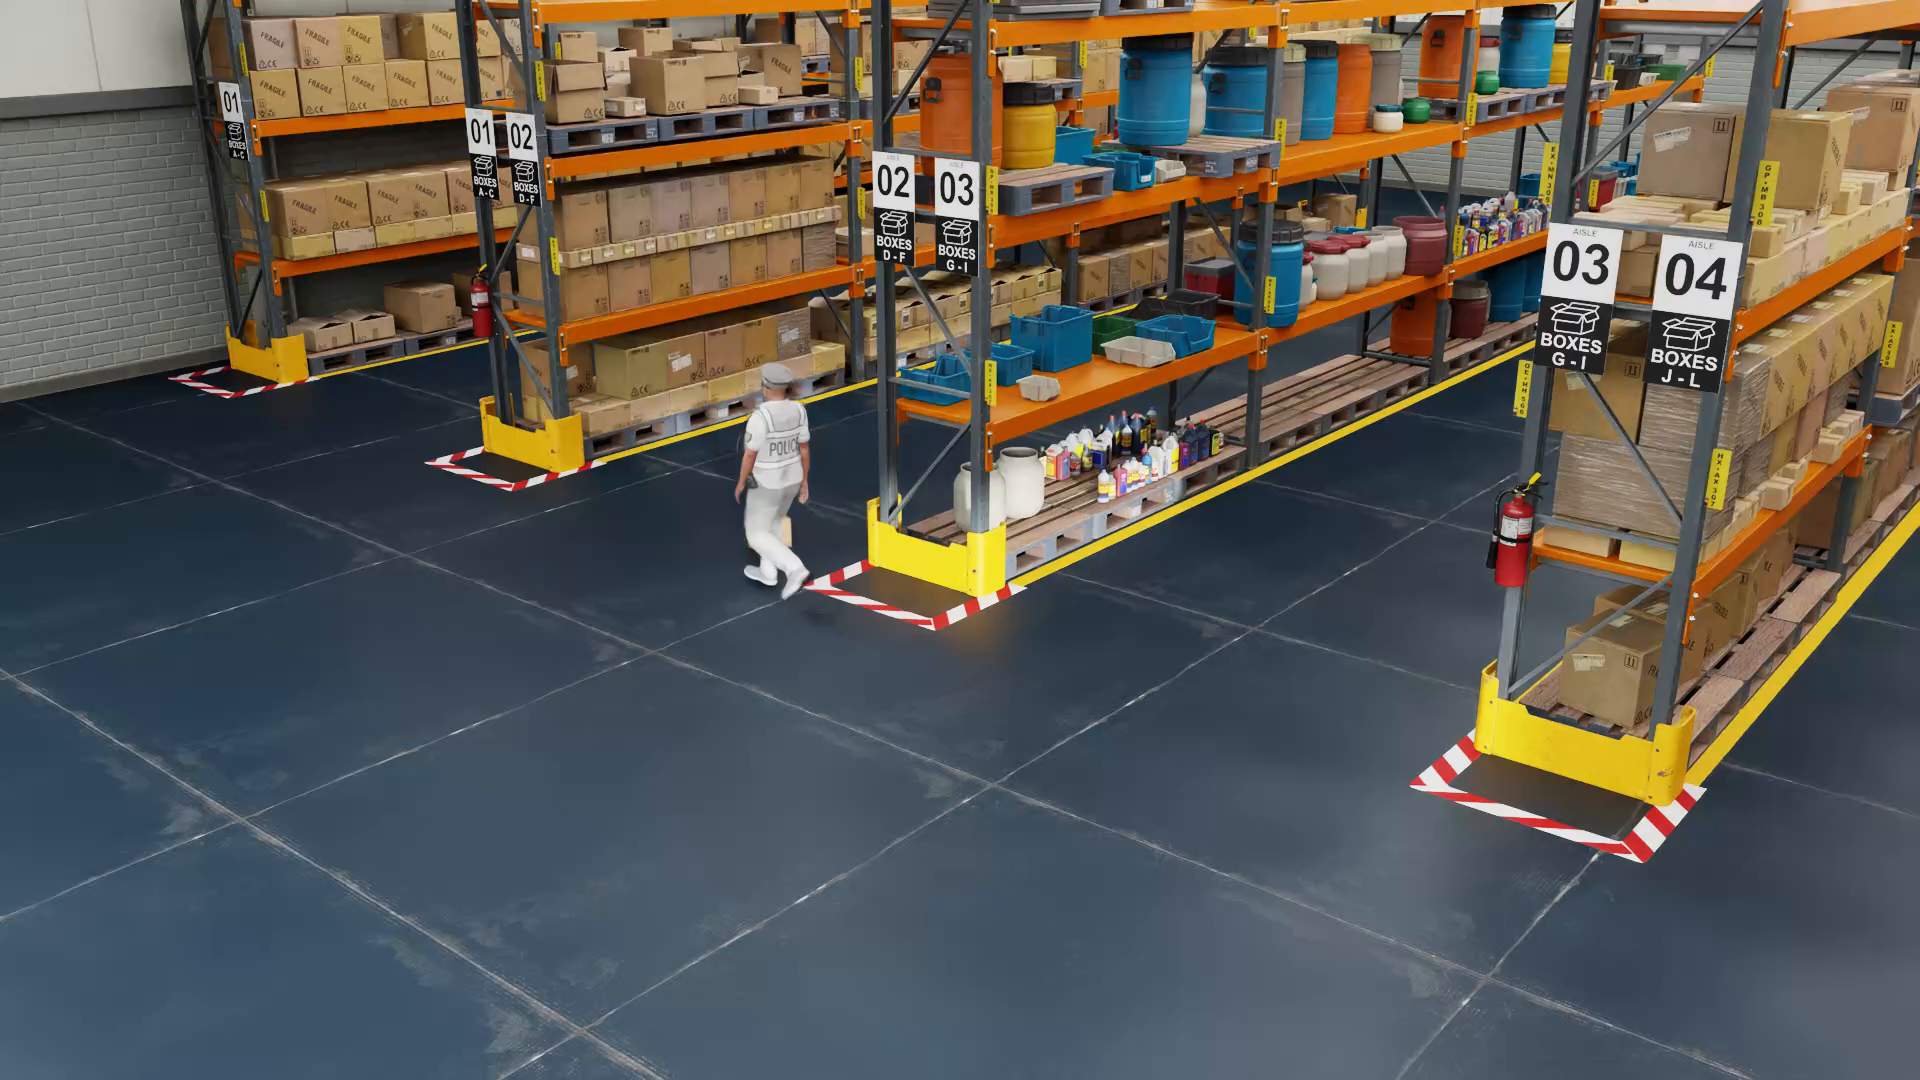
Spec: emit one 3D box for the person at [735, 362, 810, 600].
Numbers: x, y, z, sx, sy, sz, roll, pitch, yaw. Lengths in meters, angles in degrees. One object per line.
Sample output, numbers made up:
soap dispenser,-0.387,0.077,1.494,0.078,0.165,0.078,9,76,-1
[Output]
person,-1.357,-0.445,12.216,0.842,1.743,0.532,16,25,36
